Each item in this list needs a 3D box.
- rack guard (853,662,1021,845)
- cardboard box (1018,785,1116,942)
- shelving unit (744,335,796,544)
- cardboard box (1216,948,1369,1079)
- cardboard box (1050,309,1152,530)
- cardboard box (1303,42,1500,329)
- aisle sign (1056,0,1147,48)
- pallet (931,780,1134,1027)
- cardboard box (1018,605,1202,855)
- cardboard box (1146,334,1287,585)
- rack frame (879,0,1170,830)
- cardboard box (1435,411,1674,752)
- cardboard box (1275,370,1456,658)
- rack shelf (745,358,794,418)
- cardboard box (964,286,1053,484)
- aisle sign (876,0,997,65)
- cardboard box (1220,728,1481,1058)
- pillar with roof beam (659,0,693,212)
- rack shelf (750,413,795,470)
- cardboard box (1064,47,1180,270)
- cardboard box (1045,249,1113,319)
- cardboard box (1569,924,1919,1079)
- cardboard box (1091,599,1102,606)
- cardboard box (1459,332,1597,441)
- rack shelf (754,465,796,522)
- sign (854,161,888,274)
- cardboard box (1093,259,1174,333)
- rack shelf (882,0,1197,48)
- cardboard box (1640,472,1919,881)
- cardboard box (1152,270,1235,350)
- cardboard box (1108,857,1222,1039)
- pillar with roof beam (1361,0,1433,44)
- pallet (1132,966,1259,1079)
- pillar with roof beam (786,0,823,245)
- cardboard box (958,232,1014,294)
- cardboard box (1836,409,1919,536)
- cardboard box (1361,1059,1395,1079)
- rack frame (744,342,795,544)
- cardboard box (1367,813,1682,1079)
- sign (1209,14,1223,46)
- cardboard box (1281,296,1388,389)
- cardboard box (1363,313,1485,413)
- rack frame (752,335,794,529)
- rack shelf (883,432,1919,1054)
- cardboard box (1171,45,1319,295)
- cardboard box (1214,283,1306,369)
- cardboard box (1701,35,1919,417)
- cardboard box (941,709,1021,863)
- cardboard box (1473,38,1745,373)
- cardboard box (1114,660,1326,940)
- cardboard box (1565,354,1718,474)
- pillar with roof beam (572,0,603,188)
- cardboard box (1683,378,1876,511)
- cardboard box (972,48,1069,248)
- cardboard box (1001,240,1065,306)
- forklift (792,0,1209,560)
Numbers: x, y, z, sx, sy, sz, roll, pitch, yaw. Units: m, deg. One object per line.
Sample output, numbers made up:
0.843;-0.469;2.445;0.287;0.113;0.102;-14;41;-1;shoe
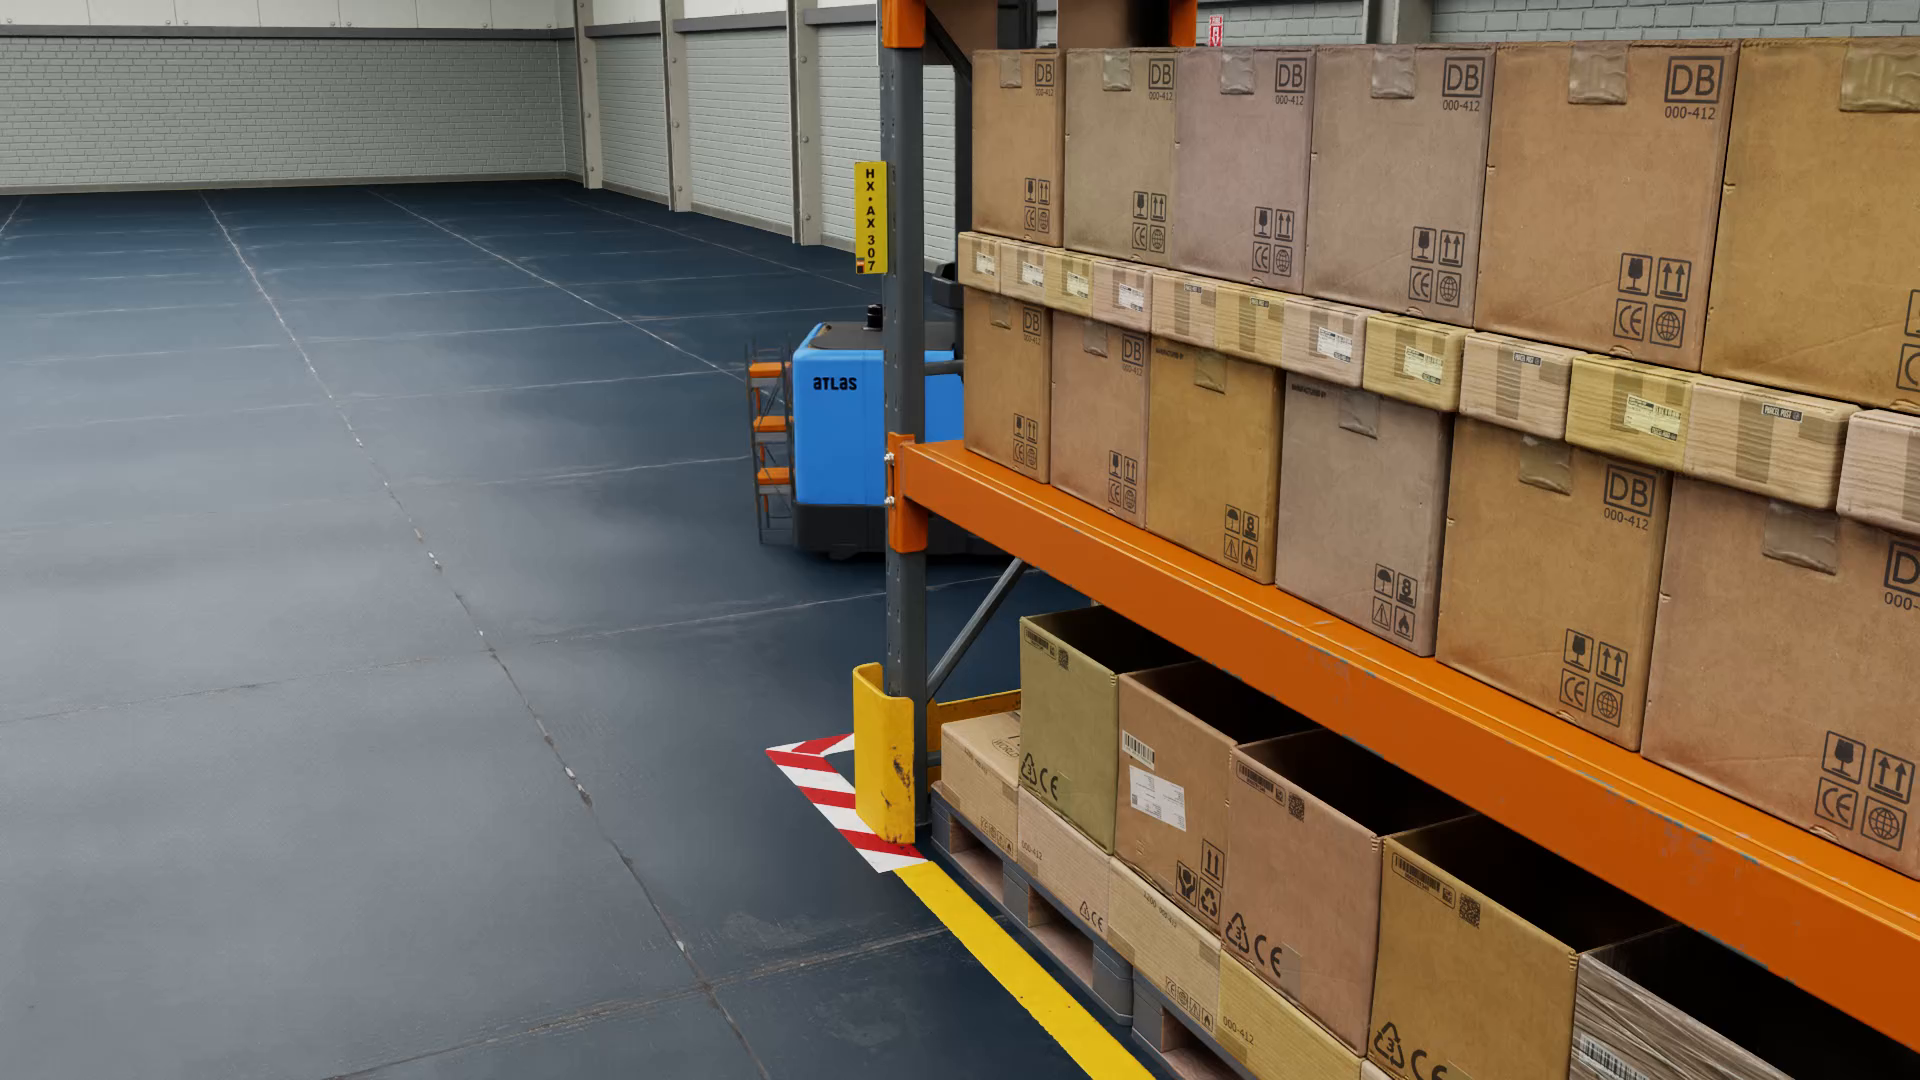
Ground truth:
0.228;0.632;5.643;1.175;0.500;0.348;-8;18;-25;rack guard
0.496;0.839;4.612;0.500;0.250;0.500;-8;18;-25;cardboard box
-0.963;-0.523;8.654;0.215;1.050;0.252;-2;16;3;shelving unit
0.929;1.088;3.745;0.500;0.250;0.500;-8;18;-25;cardboard box
0.666;-0.365;4.404;0.700;0.500;0.500;-7;17;-23;cardboard box
1.131;-0.726;3.310;0.700;0.500;0.500;-8;18;-25;cardboard box
0.474;-1.865;5.100;0.394;0.787;0.004;-8;18;-25;aisle sign
0.611;0.961;5.019;1.003;0.211;1.213;-8;18;-25;pallet
0.494;0.479;4.507;0.500;0.500;0.500;-8;18;-25;cardboard box
0.878;-0.241;3.972;0.700;0.500;0.500;-8;18;-25;cardboard box
0.239;-0.564;5.278;1.000;3.000;0.127;-8;18;-25;rack frame
1.338;0.016;3.077;0.700;0.500;0.500;-7;18;-24;cardboard box
1.112;-0.111;3.519;0.700;0.500;0.500;-7;17;-23;cardboard box
-0.975;-0.786;8.579;0.215;0.259;0.240;-2;16;3;rack shelf
0.432;-0.495;4.855;0.700;0.500;0.500;-8;18;-25;cardboard box
-0.065;-1.793;4.847;0.394;0.787;0.004;-8;18;-25;aisle sign
0.928;0.728;3.641;0.500;0.500;0.500;-8;18;-25;cardboard box
-8.610;-9.409;25.223;9.100;9.000;0.400;-8;18;-25;pillar with roof beam
-0.963;-0.513;8.656;0.215;0.259;0.240;-2;16;3;rack shelf
0.690;-0.975;4.178;0.700;0.500;0.500;-8;18;-26;cardboard box
0.443;-0.673;4.302;0.380;0.149;0.250;-8;18;-25;cardboard box
1.383;0.973;2.785;0.500;0.500;0.500;-8;18;-25;cardboard box
0.741;0.292;5.158;0.500;0.500;0.500;-8;18;-25;cardboard box
1.124;-0.289;2.961;0.380;0.149;0.250;-7;17;-23;cardboard box
-0.951;-0.246;8.732;0.215;0.259;0.240;-2;16;3;rack shelf
-0.263;-0.953;4.919;0.100;0.325;0.005;-8;18;-25;sign
0.552;-0.610;4.083;0.380;0.149;0.250;-8;18;-26;cardboard box
1.115;-1.164;3.235;1.077;0.370;4.000;-8;18;-25;rack shelf
1.554;0.141;2.642;0.700;0.500;0.500;-8;18;-25;cardboard box
0.671;-0.545;3.853;0.380;0.149;0.250;-8;18;-27;cardboard box
0.715;0.963;4.179;0.500;0.250;0.500;-8;18;-25;cardboard box
-0.724;-4.946;9.670;9.100;9.000;0.400;-8;18;-25;pillar with roof beam
1.142;1.263;3.967;1.003;0.211;1.213;-8;18;-25;pallet
-5.981;-7.921;20.039;9.100;9.000;0.400;-8;18;-25;pillar with roof beam
0.217;-0.800;4.745;0.380;0.149;0.250;-8;18;-25;cardboard box
1.456;-0.100;2.303;0.380;0.149;0.250;-8;18;-27;cardboard box
1.149;1.212;3.314;0.500;0.250;0.500;-8;18;-25;cardboard box
-0.969;-0.490;8.536;0.200;1.050;0.008;-2;16;3;rack frame
1.160;0.850;3.216;0.500;0.500;0.500;-8;18;-25;cardboard box
2.184;-4.328;14.191;0.001;0.298;0.199;-8;18;-25;sign
0.890;-0.419;3.416;0.380;0.149;0.250;-7;18;-24;cardboard box
1.005;-0.354;3.189;0.380;0.149;0.250;-7;17;-23;cardboard box
-0.957;-0.557;8.771;0.200;1.050;0.008;-2;16;3;rack frame
1.115;0.278;3.649;1.077;0.370;4.000;-8;18;-25;rack shelf
0.912;-0.851;3.743;0.700;0.500;0.500;-8;18;-25;cardboard box
0.783;-0.481;3.633;0.380;0.149;0.250;-8;18;-26;cardboard box
1.569;-0.478;2.446;0.700;0.500;0.500;-8;18;-25;cardboard box
0.274;0.716;5.042;0.500;0.250;0.500;-8;18;-25;cardboard box
1.350;-0.602;2.879;0.700;0.500;0.500;-8;18;-25;cardboard box
0.725;0.601;4.081;0.500;0.500;0.500;-8;18;-25;cardboard box
1.235;-0.226;2.743;0.380;0.149;0.250;-8;18;-25;cardboard box
-11.238;-10.897;30.408;9.100;9.000;0.400;-8;18;-25;pillar with roof beam
1.340;-0.165;2.529;0.380;0.149;0.250;-8;18;-25;cardboard box
0.455;-1.105;4.631;0.700;0.500;0.500;-8;18;-25;cardboard box
0.335;-0.735;4.518;0.380;0.149;0.250;-8;18;-26;cardboard box
0.696;-1.412;8.358;3.031;2.935;1.130;1;16;2;forklift
